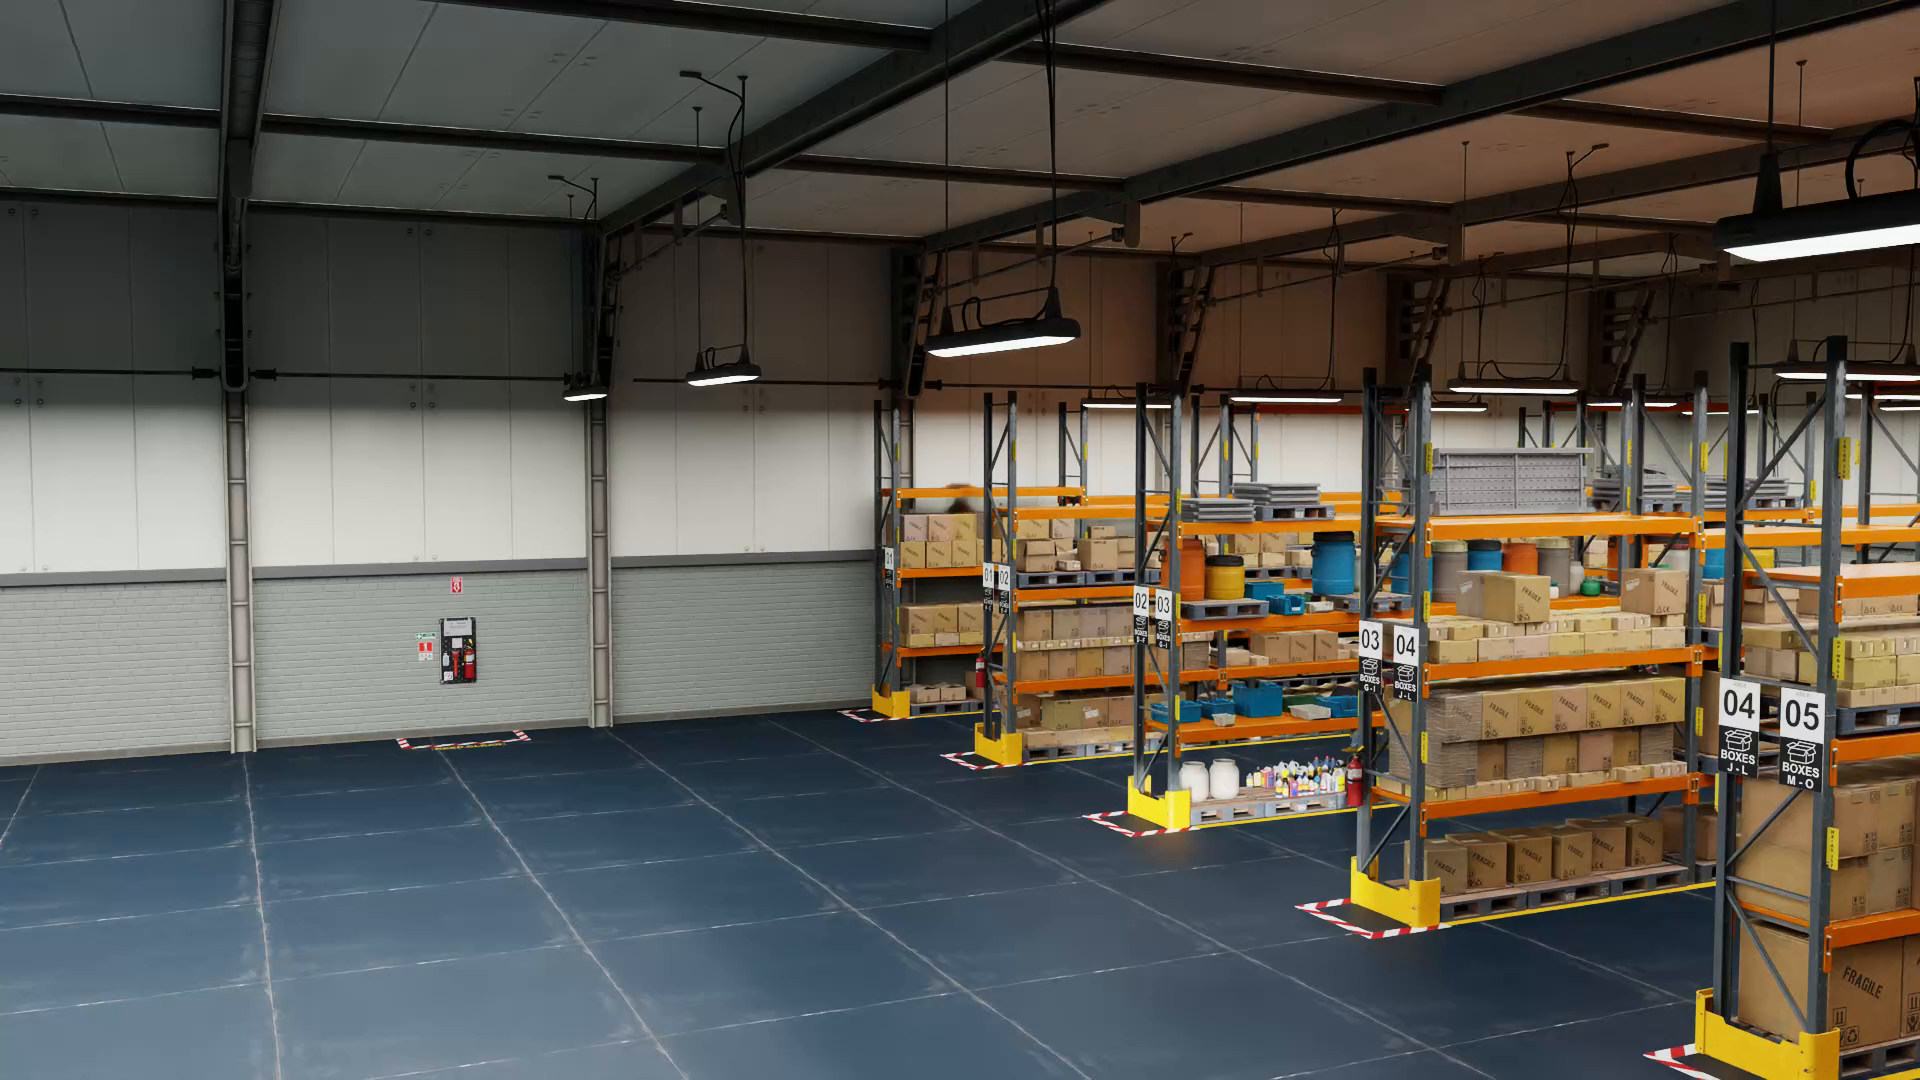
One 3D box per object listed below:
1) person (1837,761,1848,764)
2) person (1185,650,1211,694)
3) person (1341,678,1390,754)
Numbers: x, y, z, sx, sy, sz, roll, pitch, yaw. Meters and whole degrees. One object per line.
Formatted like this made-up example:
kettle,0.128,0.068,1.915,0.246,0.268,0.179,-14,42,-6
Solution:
person,10.059,3.206,19.036,1.038,1.674,0.477,-2,4,-26
person,4.418,2.512,30.910,0.997,1.745,0.619,-1,4,-24
person,6.847,2.702,27.648,1.080,1.725,0.507,-2,4,-29
